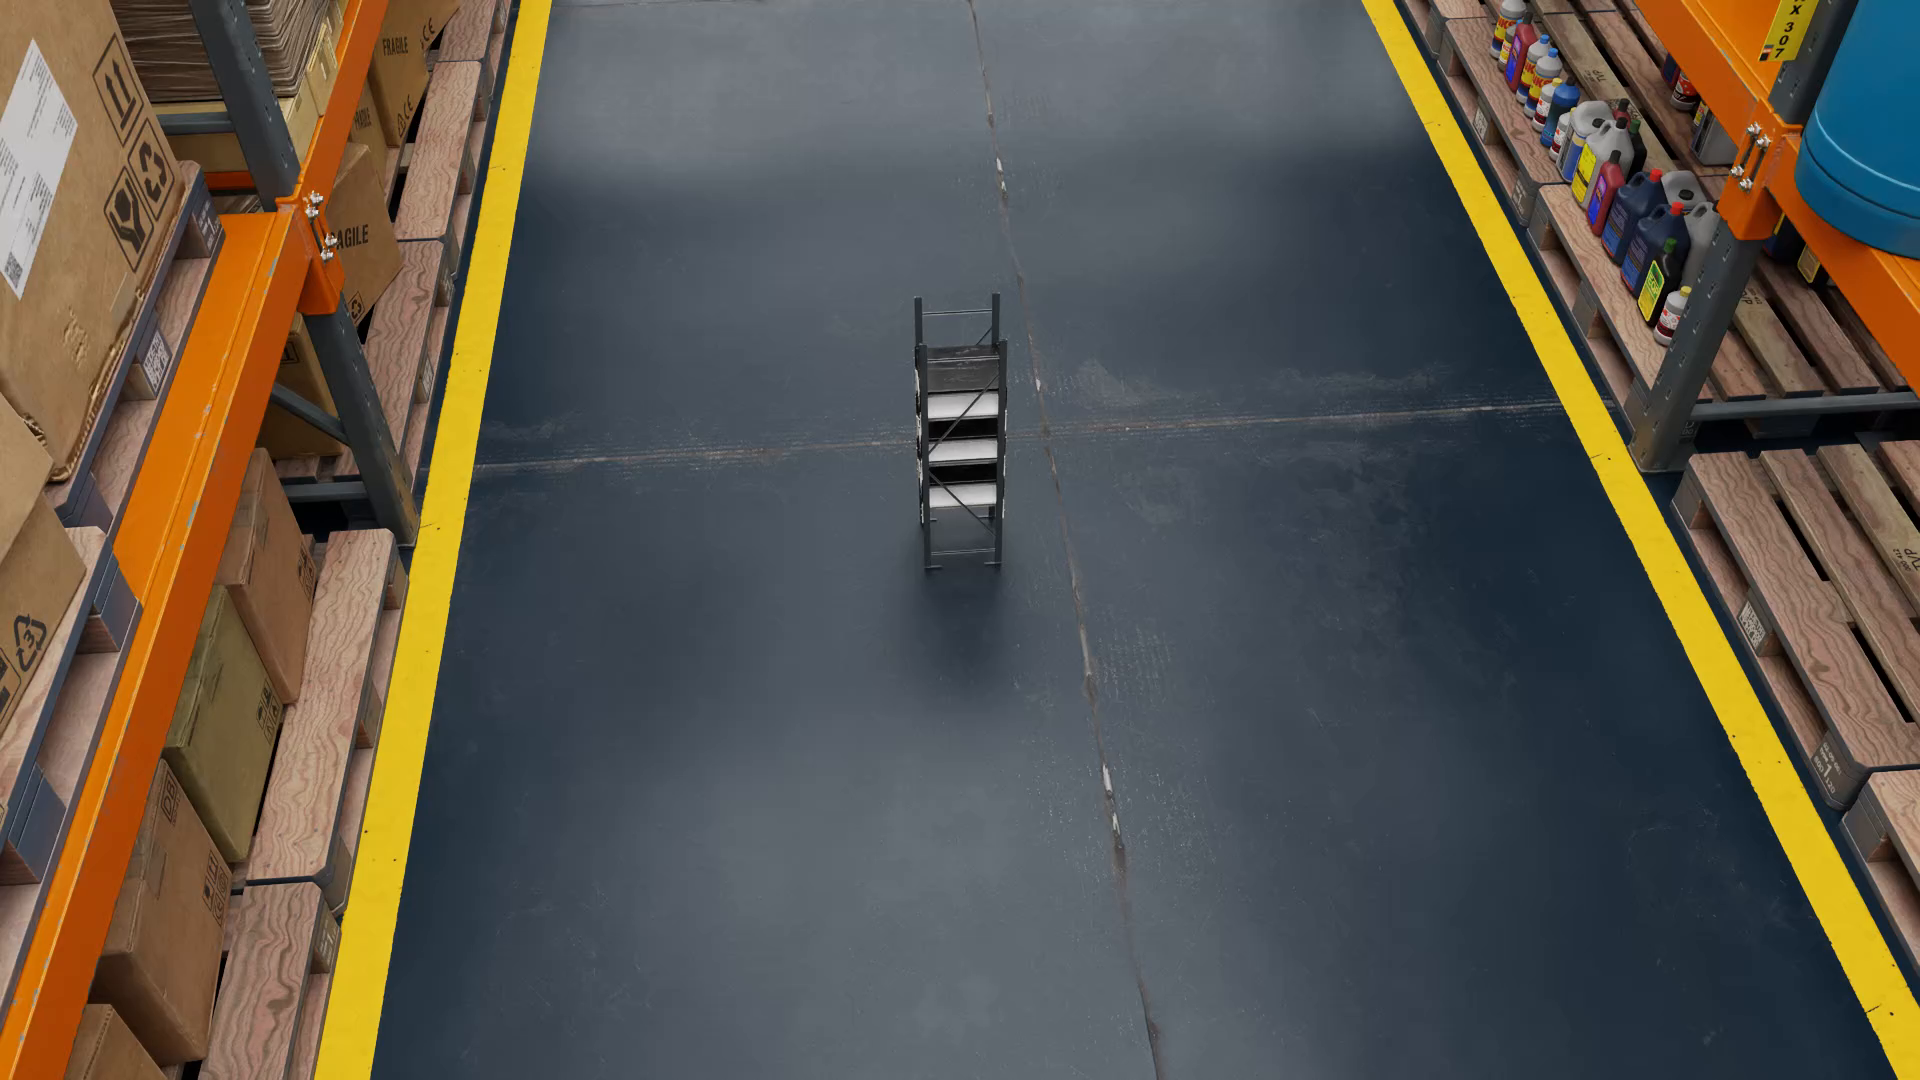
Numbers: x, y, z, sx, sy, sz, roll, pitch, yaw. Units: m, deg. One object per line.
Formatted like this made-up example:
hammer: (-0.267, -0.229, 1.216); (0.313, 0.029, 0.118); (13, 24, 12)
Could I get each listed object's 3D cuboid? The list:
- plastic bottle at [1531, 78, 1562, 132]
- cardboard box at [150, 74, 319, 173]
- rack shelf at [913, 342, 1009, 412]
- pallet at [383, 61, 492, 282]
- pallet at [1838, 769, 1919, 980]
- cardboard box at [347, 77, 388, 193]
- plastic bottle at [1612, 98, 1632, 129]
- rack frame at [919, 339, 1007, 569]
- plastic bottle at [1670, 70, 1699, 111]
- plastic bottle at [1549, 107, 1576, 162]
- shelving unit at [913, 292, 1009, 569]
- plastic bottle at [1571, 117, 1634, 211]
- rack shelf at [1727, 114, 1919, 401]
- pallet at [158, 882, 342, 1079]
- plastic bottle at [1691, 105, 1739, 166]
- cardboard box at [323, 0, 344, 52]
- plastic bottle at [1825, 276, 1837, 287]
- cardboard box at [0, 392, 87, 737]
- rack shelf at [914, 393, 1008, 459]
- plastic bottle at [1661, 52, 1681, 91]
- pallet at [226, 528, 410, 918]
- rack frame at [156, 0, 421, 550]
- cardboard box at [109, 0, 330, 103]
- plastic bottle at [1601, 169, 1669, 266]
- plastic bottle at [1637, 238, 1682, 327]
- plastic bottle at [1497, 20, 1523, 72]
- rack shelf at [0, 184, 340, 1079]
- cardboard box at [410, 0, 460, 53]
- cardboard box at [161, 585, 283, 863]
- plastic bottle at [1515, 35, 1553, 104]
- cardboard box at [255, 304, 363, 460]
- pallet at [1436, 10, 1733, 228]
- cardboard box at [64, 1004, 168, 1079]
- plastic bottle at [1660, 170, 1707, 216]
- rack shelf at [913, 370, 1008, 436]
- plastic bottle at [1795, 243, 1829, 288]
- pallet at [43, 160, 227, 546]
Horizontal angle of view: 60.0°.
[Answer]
plastic bottle: (2.274, -1.679, 6.399); (0.097, 0.201, 0.097); (0, 47, 0)
cardboard box: (-1.932, -1.105, 4.404); (0.380, 0.149, 0.250); (-3, 47, -3)
rack shelf: (0.001, -0.466, 4.746); (0.258, 0.077, 0.200); (-3, 47, -3)
pallet: (-2.410, -1.428, 6.457); (1.003, 0.211, 1.213); (-3, 47, -3)
pallet: (2.932, 1.090, 4.072); (1.003, 0.211, 1.213); (-3, 47, -3)
cardboard box: (-2.393, -1.453, 5.993); (0.500, 0.500, 0.500); (-7, 47, -7)
plastic bottle: (2.434, -1.482, 6.155); (0.061, 0.283, 0.133); (-3, 47, -3)
rack frame: (0.009, -0.230, 4.848); (0.240, 0.900, 0.006); (-3, 47, -3)
plastic bottle: (2.860, -1.795, 6.508); (0.097, 0.201, 0.097); (0, 47, 0)
plastic bottle: (2.291, -1.531, 6.258); (0.097, 0.201, 0.097); (0, 47, 0)
shelving unit: (0.001, -0.304, 4.918); (0.258, 0.900, 0.210); (-3, 47, -3)
plastic bottle: (2.338, -1.380, 6.013); (0.144, 0.351, 0.185); (-4, 47, -4)
rack shelf: (2.889, 0.375, 3.324); (1.077, 0.370, 4.000); (-3, 47, -3)
pallet: (-2.042, 1.389, 3.789); (1.003, 0.211, 1.213); (-3, 47, -3)
plastic bottle: (2.871, -1.560, 6.234); (0.152, 0.276, 0.135); (-3, 47, -3)
cardboard box: (-1.988, -1.466, 4.746); (0.380, 0.149, 0.250); (-3, 47, -3)
plastic bottle: (3.078, -1.023, 5.726); (0.152, 0.276, 0.135); (-2, 47, -2)
cardboard box: (-1.977, 0.051, 2.776); (0.797, 0.503, 0.637); (1, 47, 1)
rack shelf: (0.001, -0.343, 4.877); (0.258, 0.077, 0.200); (-3, 47, -3)
plastic bottle: (2.865, -1.937, 6.587); (0.061, 0.283, 0.133); (-3, 47, -3)
pallet: (-2.147, 0.504, 4.627); (1.003, 0.211, 1.213); (-3, 47, -3)
rack frame: (-2.214, -1.018, 4.148); (1.000, 3.000, 0.127); (-3, 47, -3)
cardboard box: (-2.190, -1.484, 4.316); (0.875, 0.500, 0.500); (-3, 47, -3)
plastic bottle: (2.365, -1.147, 5.792); (0.144, 0.351, 0.185); (-6, 47, -5)
plastic bottle: (2.353, -0.864, 5.570); (0.061, 0.283, 0.133); (-1, 47, -1)
plastic bottle: (2.237, -1.996, 6.699); (0.097, 0.201, 0.097); (0, 47, 0)
rack shelf: (-2.046, 0.676, 3.039); (1.077, 0.370, 4.000); (-3, 47, -3)
cardboard box: (-2.429, -2.314, 6.808); (0.500, 0.500, 0.500); (8, 47, 7)
cardboard box: (-2.163, 0.482, 4.146); (0.700, 0.500, 0.500); (-4, 47, -4)
plastic bottle: (2.257, -1.847, 6.510); (0.097, 0.271, 0.097); (0, 47, 0)
cardboard box: (-2.207, -0.595, 5.180); (0.500, 0.500, 0.500); (-5, 47, -5)
pallet: (2.602, -1.733, 6.746); (1.003, 0.211, 1.213); (-3, 47, -3)
cardboard box: (-2.068, 1.290, 3.380); (0.700, 0.500, 0.500); (0, 47, 0)
plastic bottle: (2.510, -1.148, 5.844); (0.152, 0.276, 0.135); (-3, 47, -3)
rack shelf: (0.001, -0.404, 4.811); (0.258, 0.077, 0.200); (-3, 47, -3)
plastic bottle: (2.972, -1.019, 5.717); (0.061, 0.283, 0.133); (-3, 47, -3)
pallet: (-2.295, -0.390, 3.686); (1.003, 0.211, 1.213); (-3, 47, -3)
